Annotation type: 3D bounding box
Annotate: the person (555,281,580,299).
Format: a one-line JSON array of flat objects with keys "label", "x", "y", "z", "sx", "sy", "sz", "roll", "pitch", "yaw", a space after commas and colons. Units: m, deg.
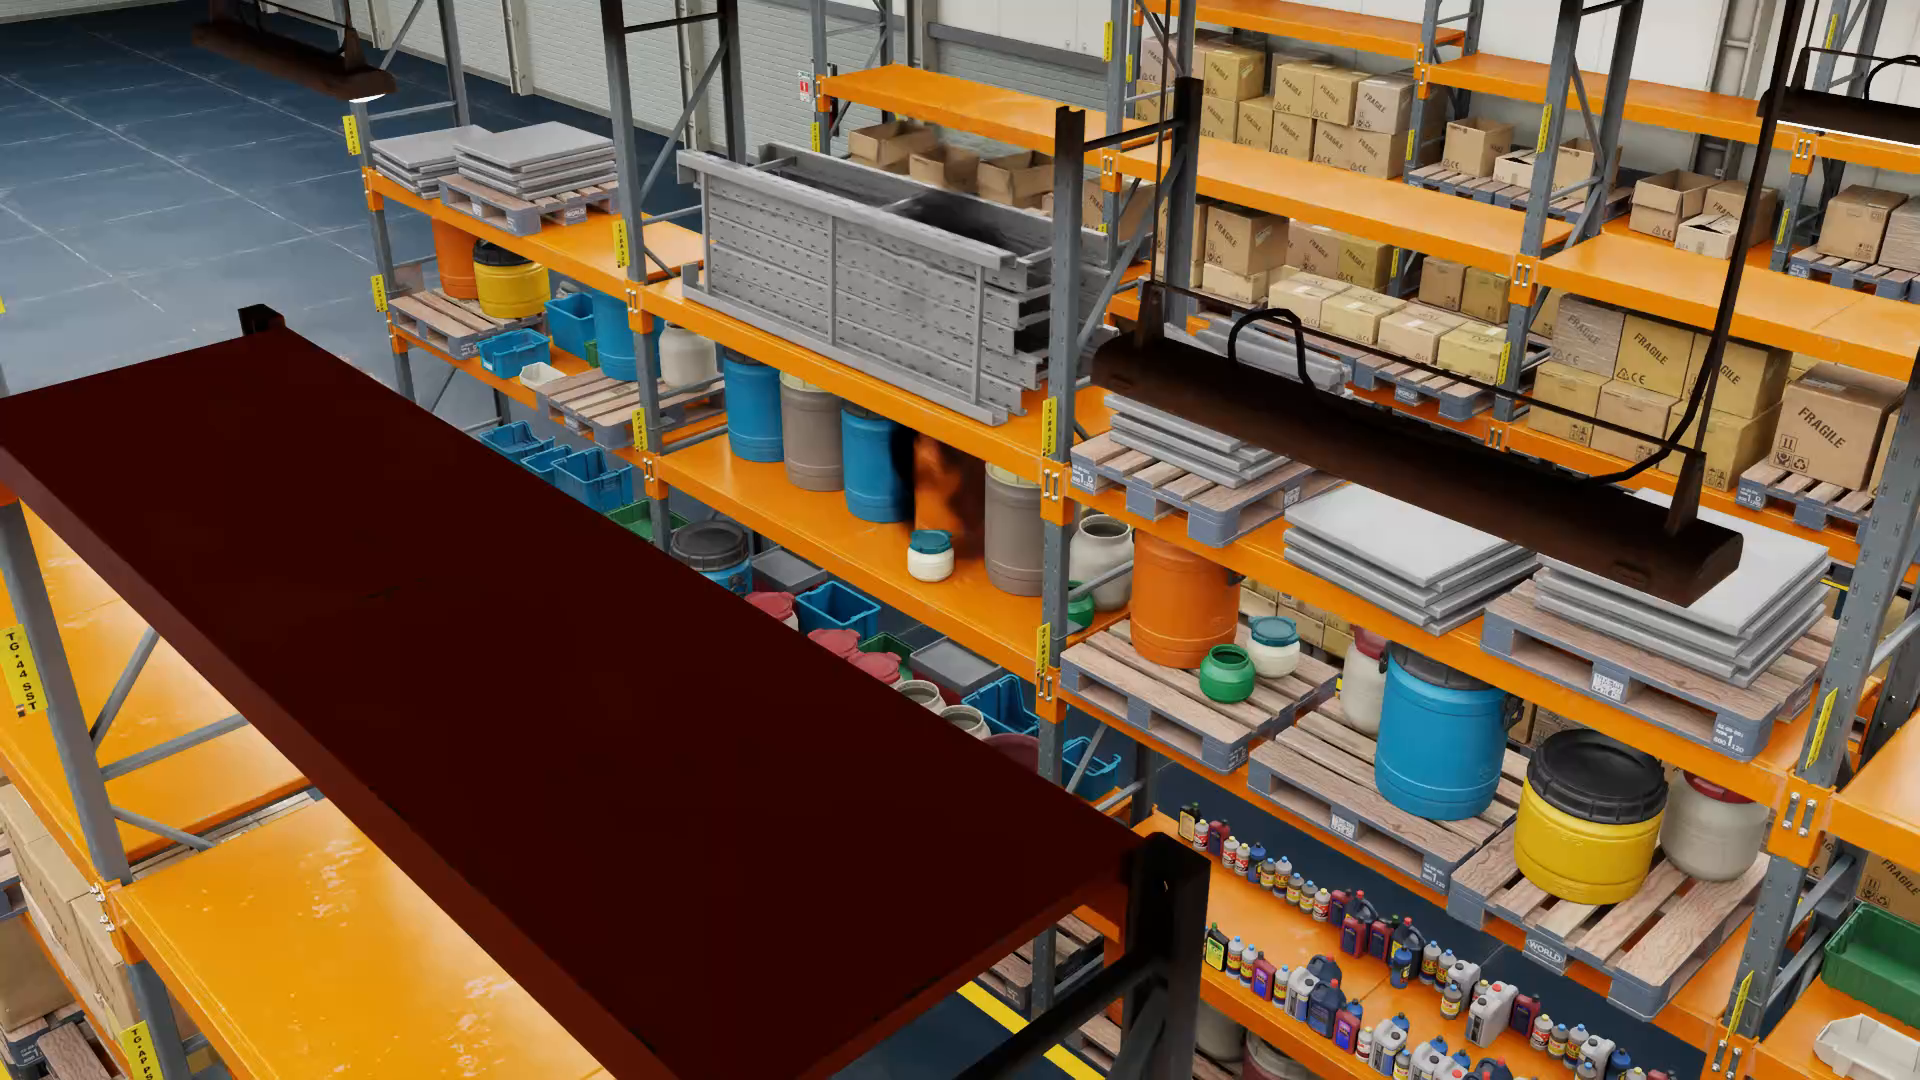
[{"label": "person", "x": -4.483, "y": -2.181, "z": 19.193, "sx": 0.497, "sy": 1.664, "sz": 0.623, "roll": -6, "pitch": 29, "yaw": -10}]
